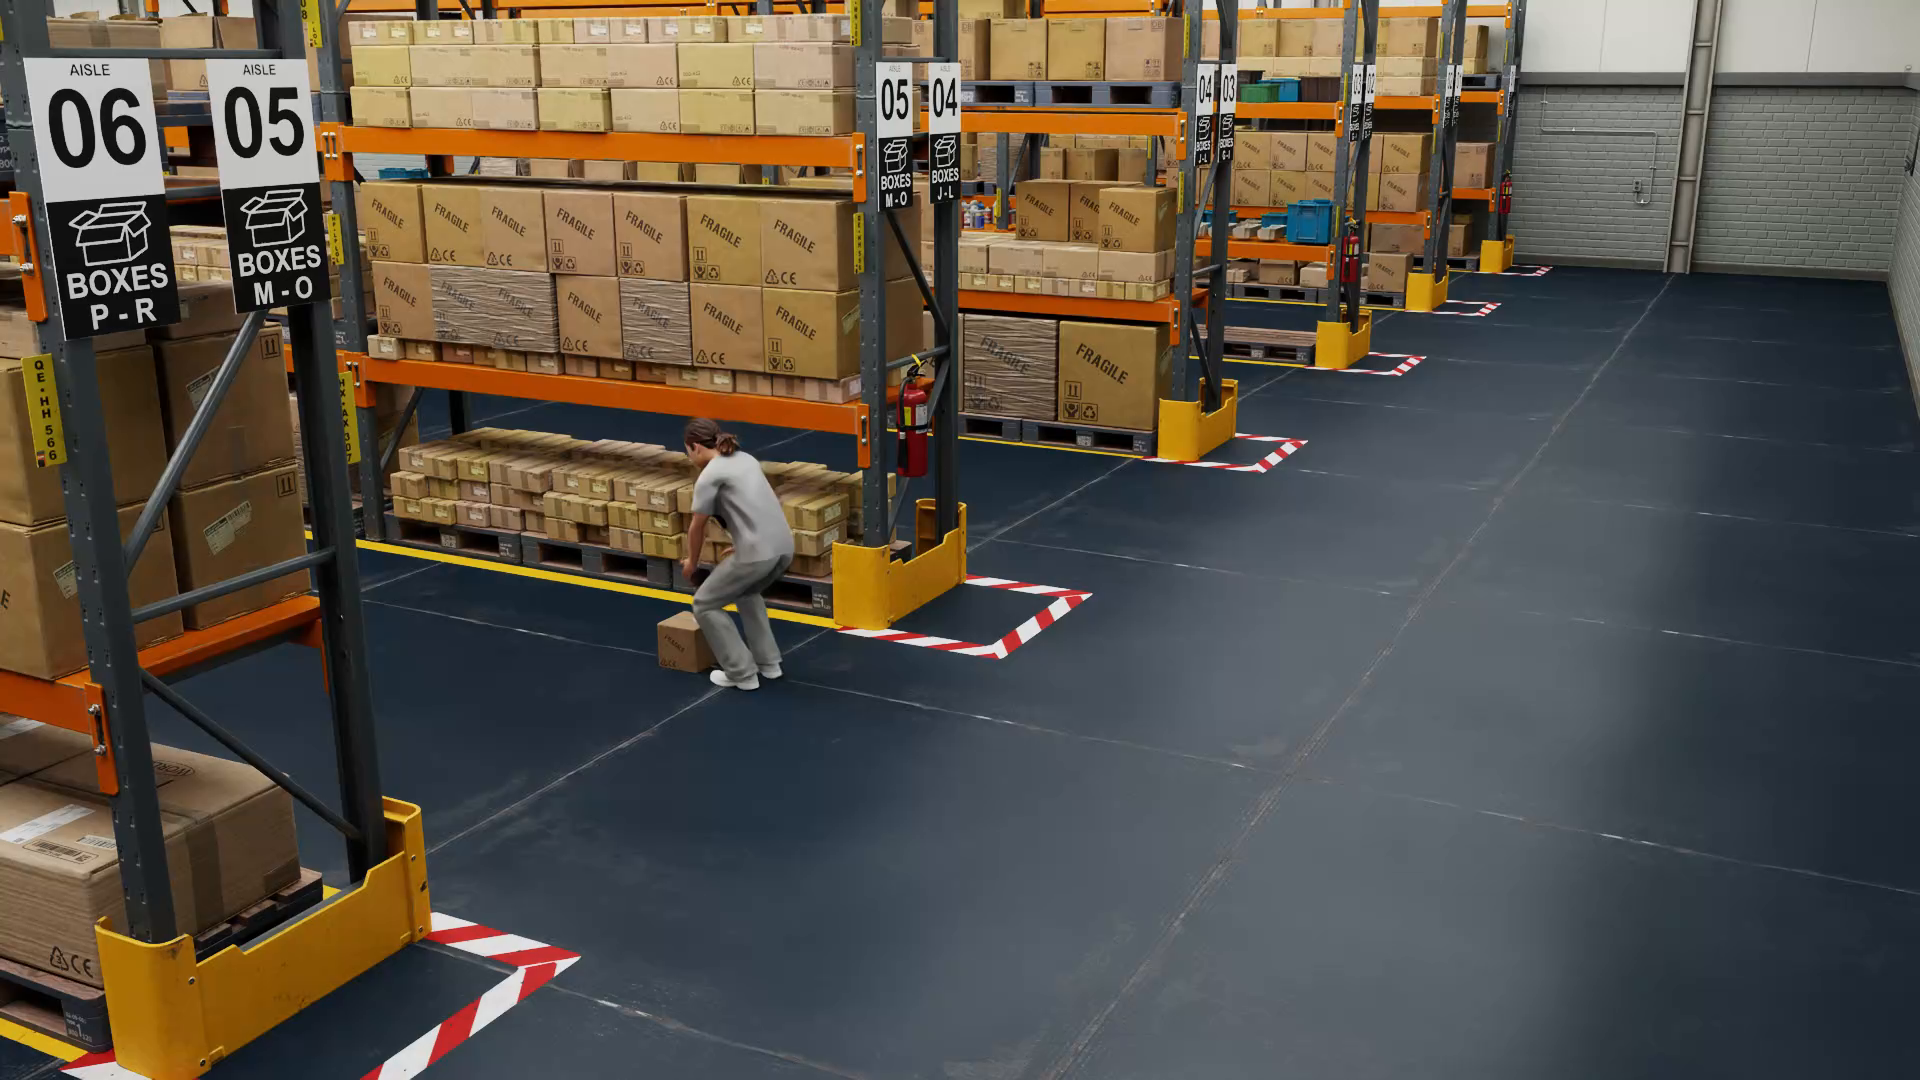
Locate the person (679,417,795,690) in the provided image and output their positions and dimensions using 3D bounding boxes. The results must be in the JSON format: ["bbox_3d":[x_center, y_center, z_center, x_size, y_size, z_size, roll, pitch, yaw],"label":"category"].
[{"bbox_3d":[-1.187,0.074,8.755,0.615,1.417,0.490,11,19,34],"label":"person"}]
